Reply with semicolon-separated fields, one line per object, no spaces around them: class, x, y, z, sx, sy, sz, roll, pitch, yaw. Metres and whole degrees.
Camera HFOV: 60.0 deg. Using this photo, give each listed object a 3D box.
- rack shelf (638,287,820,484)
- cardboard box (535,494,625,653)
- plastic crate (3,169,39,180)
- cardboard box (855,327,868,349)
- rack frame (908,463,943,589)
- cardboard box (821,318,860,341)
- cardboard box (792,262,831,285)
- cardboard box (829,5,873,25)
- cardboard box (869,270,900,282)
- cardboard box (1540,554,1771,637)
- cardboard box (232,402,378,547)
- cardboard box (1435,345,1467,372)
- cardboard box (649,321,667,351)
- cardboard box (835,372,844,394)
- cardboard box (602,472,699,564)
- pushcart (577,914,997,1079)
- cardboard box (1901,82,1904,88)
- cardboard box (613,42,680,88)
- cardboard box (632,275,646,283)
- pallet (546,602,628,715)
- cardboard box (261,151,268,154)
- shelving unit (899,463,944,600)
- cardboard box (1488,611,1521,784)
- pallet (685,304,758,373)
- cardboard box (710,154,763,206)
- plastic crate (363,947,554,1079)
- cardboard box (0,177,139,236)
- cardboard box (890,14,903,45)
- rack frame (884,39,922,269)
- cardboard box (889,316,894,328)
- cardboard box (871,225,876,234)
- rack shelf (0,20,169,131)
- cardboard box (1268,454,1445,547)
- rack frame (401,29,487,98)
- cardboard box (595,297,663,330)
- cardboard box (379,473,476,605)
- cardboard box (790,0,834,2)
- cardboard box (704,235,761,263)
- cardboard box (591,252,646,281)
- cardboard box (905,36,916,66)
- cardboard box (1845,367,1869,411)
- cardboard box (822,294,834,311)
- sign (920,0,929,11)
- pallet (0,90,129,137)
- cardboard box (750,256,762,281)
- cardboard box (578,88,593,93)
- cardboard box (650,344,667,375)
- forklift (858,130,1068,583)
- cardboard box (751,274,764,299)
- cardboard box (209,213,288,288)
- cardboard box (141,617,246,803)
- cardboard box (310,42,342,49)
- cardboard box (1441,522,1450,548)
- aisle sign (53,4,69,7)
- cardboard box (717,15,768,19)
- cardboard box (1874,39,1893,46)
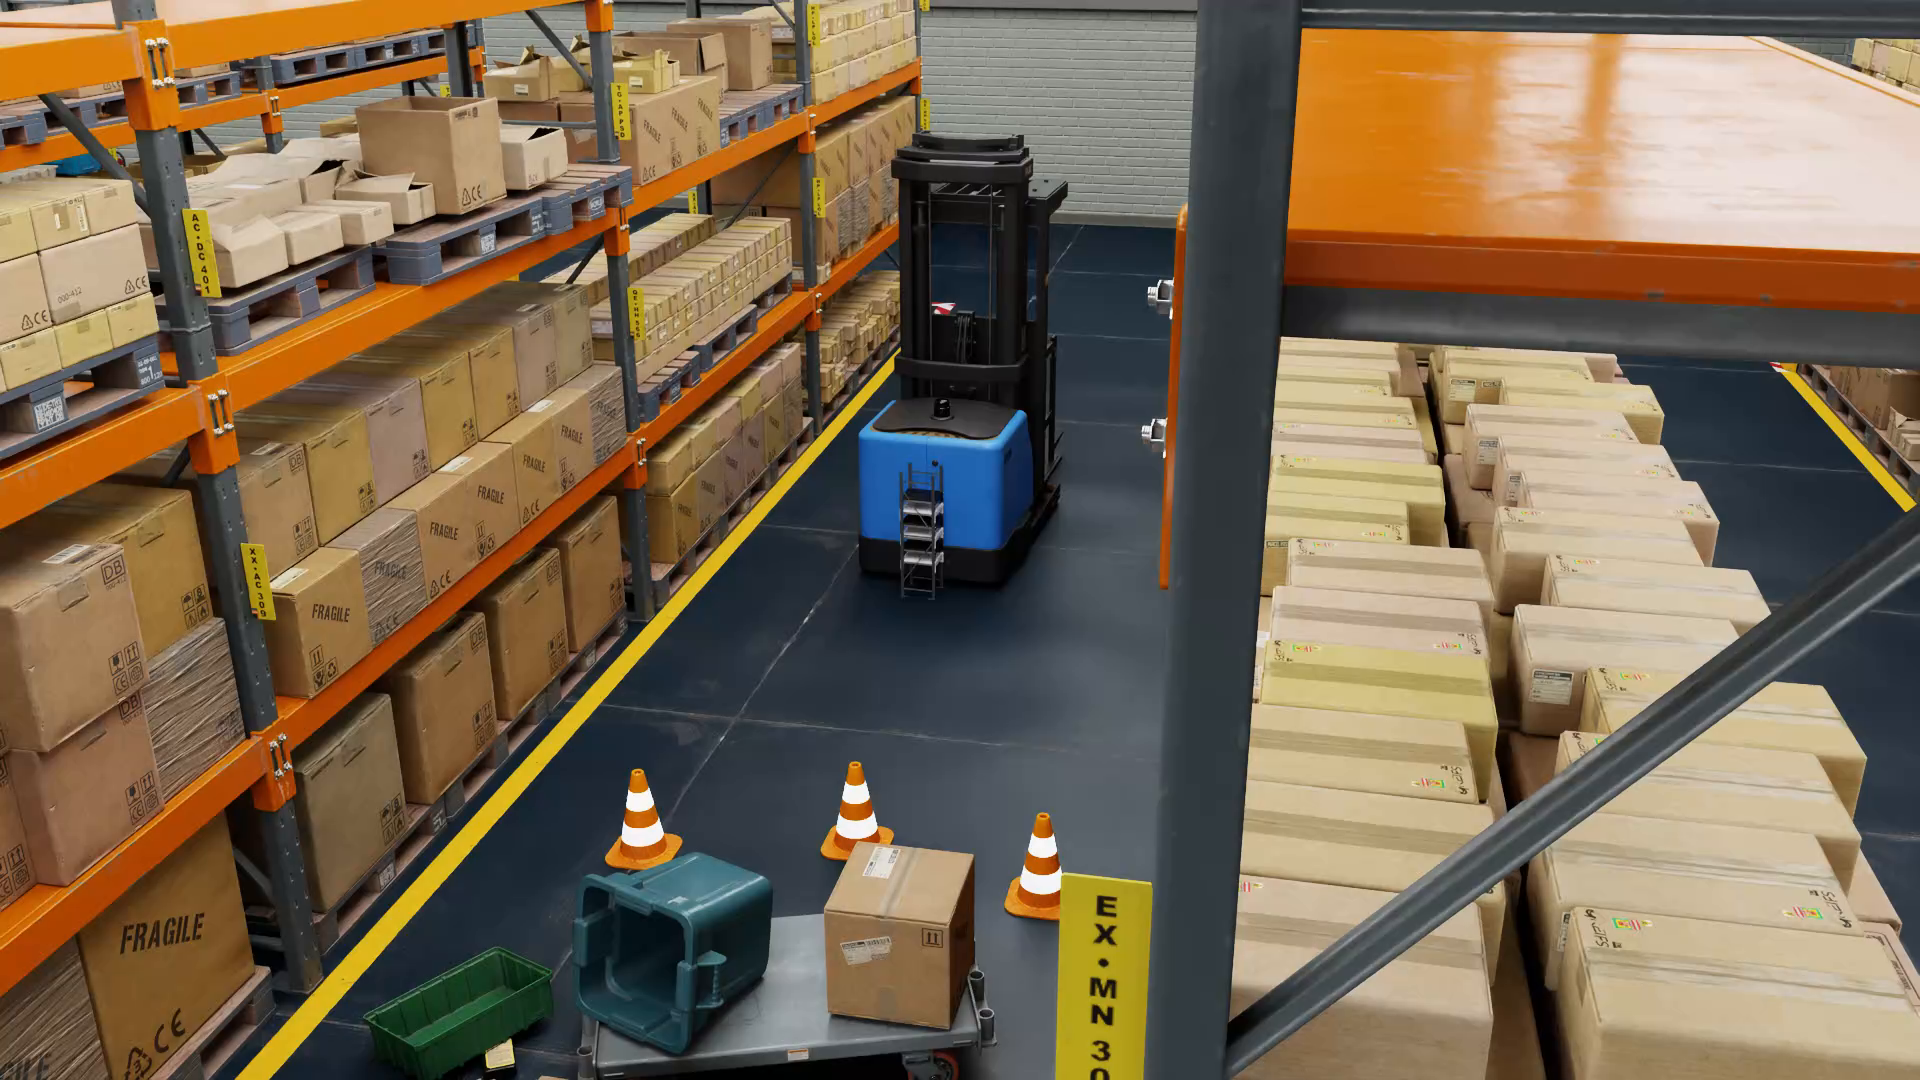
rack shelf;-2.128;-1.296;12.519;1.077;0.370;4.000;4;22;11
cardboard box;-2.748;0.167;10.374;1.050;0.750;0.750;4;22;10
plastic crate;-10.650;-4.105;18.804;0.396;0.136;0.243;4;22;11
cardboard box;-1.104;-1.955;16.050;0.380;0.149;0.250;4;22;11
rack frame;-0.233;-0.093;11.381;0.240;0.900;0.006;6;23;14
cardboard box;-1.166;-1.996;15.752;0.380;0.149;0.250;5;22;12
cardboard box;-1.342;-2.323;14.443;0.380;0.149;0.250;5;23;13
cardboard box;-1.020;-4.857;15.382;0.380;0.149;0.250;4;22;9
cardboard box;-0.764;-2.759;17.647;0.380;0.149;0.250;5;22;12
cardboard box;1.332;0.155;3.206;0.380;0.149;0.250;5;22;12
cardboard box;-3.154;-0.316;7.650;0.700;0.500;0.500;4;22;10
cardboard box;1.663;-0.607;5.099;0.380;0.149;0.250;5;22;12
cardboard box;-2.188;-1.375;11.129;0.380;0.149;0.250;6;23;13
cardboard box;-1.277;-1.439;15.166;0.380;0.149;0.250;5;22;13
cardboard box;-2.142;-0.173;11.551;0.500;0.500;0.500;4;22;9
pushcart;-0.728;1.966;6.967;1.648;0.377;0.936;-3;22;-8
cardboard box;8.245;-3.817;14.138;0.380;0.149;0.250;4;22;10
cardboard box;-2.065;-3.103;10.869;0.396;0.266;0.258;4;22;11
cardboard box;-2.568;-1.896;12.422;0.380;0.149;0.250;4;22;10
pallet;-2.771;0.678;10.387;1.003;0.211;1.213;4;22;11
cardboard box;-6.207;-3.348;15.450;0.500;0.500;0.500;4;22;11
shelving unit;-0.259;-0.057;11.290;0.258;0.900;0.210;6;23;14
cardboard box;1.255;0.370;3.206;0.500;0.250;0.500;5;22;12
pallet;-2.172;-1.536;12.409;1.003;0.211;1.213;4;22;11
cardboard box;-1.889;-3.202;14.417;0.500;0.500;0.500;4;22;9
plastic crate;-2.105;2.006;7.045;0.450;0.188;0.662;7;21;42
cardboard box;-3.115;-1.163;5.784;0.380;0.149;0.250;4;22;10
cardboard box;-0.852;-5.003;16.276;0.500;0.250;0.500;4;22;9
rack frame;-0.904;-3.824;17.833;1.000;3.000;0.127;4;22;11
cardboard box;-0.899;-2.296;17.293;0.380;0.149;0.250;4;22;11
cardboard box;-1.043;-3.102;16.377;0.380;0.149;0.250;4;22;9
rack shelf;-3.760;-0.967;4.208;1.077;0.370;4.000;4;22;11
cardboard box;0.894;-0.074;3.777;0.380;0.149;0.250;5;22;12
rack frame;-5.739;-4.239;18.863;1.000;3.000;0.127;4;22;11
cardboard box;-2.200;-1.505;11.053;0.380;0.149;0.250;4;22;9
cardboard box;-2.775;-0.021;8.256;0.500;0.500;0.500;4;22;11
cardboard box;-1.439;-5.187;16.200;0.380;0.149;0.250;5;22;12
cardboard box;-1.773;-2.265;12.939;0.380;0.149;0.250;4;22;11
cardboard box;-2.565;-2.034;12.367;0.380;0.149;0.250;5;23;13
cardboard box;-0.738;-4.959;16.837;0.500;0.250;0.500;4;22;10
cardboard box;8.187;-1.430;14.673;0.500;0.500;0.500;5;22;12
cardboard box;-1.494;-2.416;16.796;0.380;0.149;0.250;5;23;13
sign;-0.365;-5.576;16.984;0.100;0.325;0.005;4;22;11
pallet;-7.066;-3.266;12.684;1.003;0.211;1.213;6;23;13
cardboard box;-1.765;-2.129;13.001;0.380;0.149;0.250;4;22;9
cardboard box;-2.579;-2.748;11.012;0.500;0.500;0.500;4;22;11
cardboard box;-2.192;-1.223;11.148;0.380;0.149;0.250;6;23;14
forklift;0.162;-1.587;12.370;1.130;2.935;3.031;6;23;14
cardboard box;-1.764;-2.001;13.081;0.380;0.149;0.250;3;22;8
cardboard box;-2.985;-1.207;6.804;0.258;0.266;0.396;4;22;10
cardboard box;-3.416;0.631;6.571;0.875;0.550;0.550;4;22;11
cardboard box;-6.340;-4.942;15.764;0.700;0.500;0.500;6;23;14
cardboard box;0.844;0.142;3.774;0.500;0.250;0.500;5;22;11
aisle sign;-10.286;-5.826;19.325;0.394;0.787;0.004;4;22;11
cardboard box;-1.871;-4.425;14.308;0.380;0.149;0.250;4;22;11
cardboard box;8.364;-4.470;14.556;0.500;0.250;0.500;4;22;11
